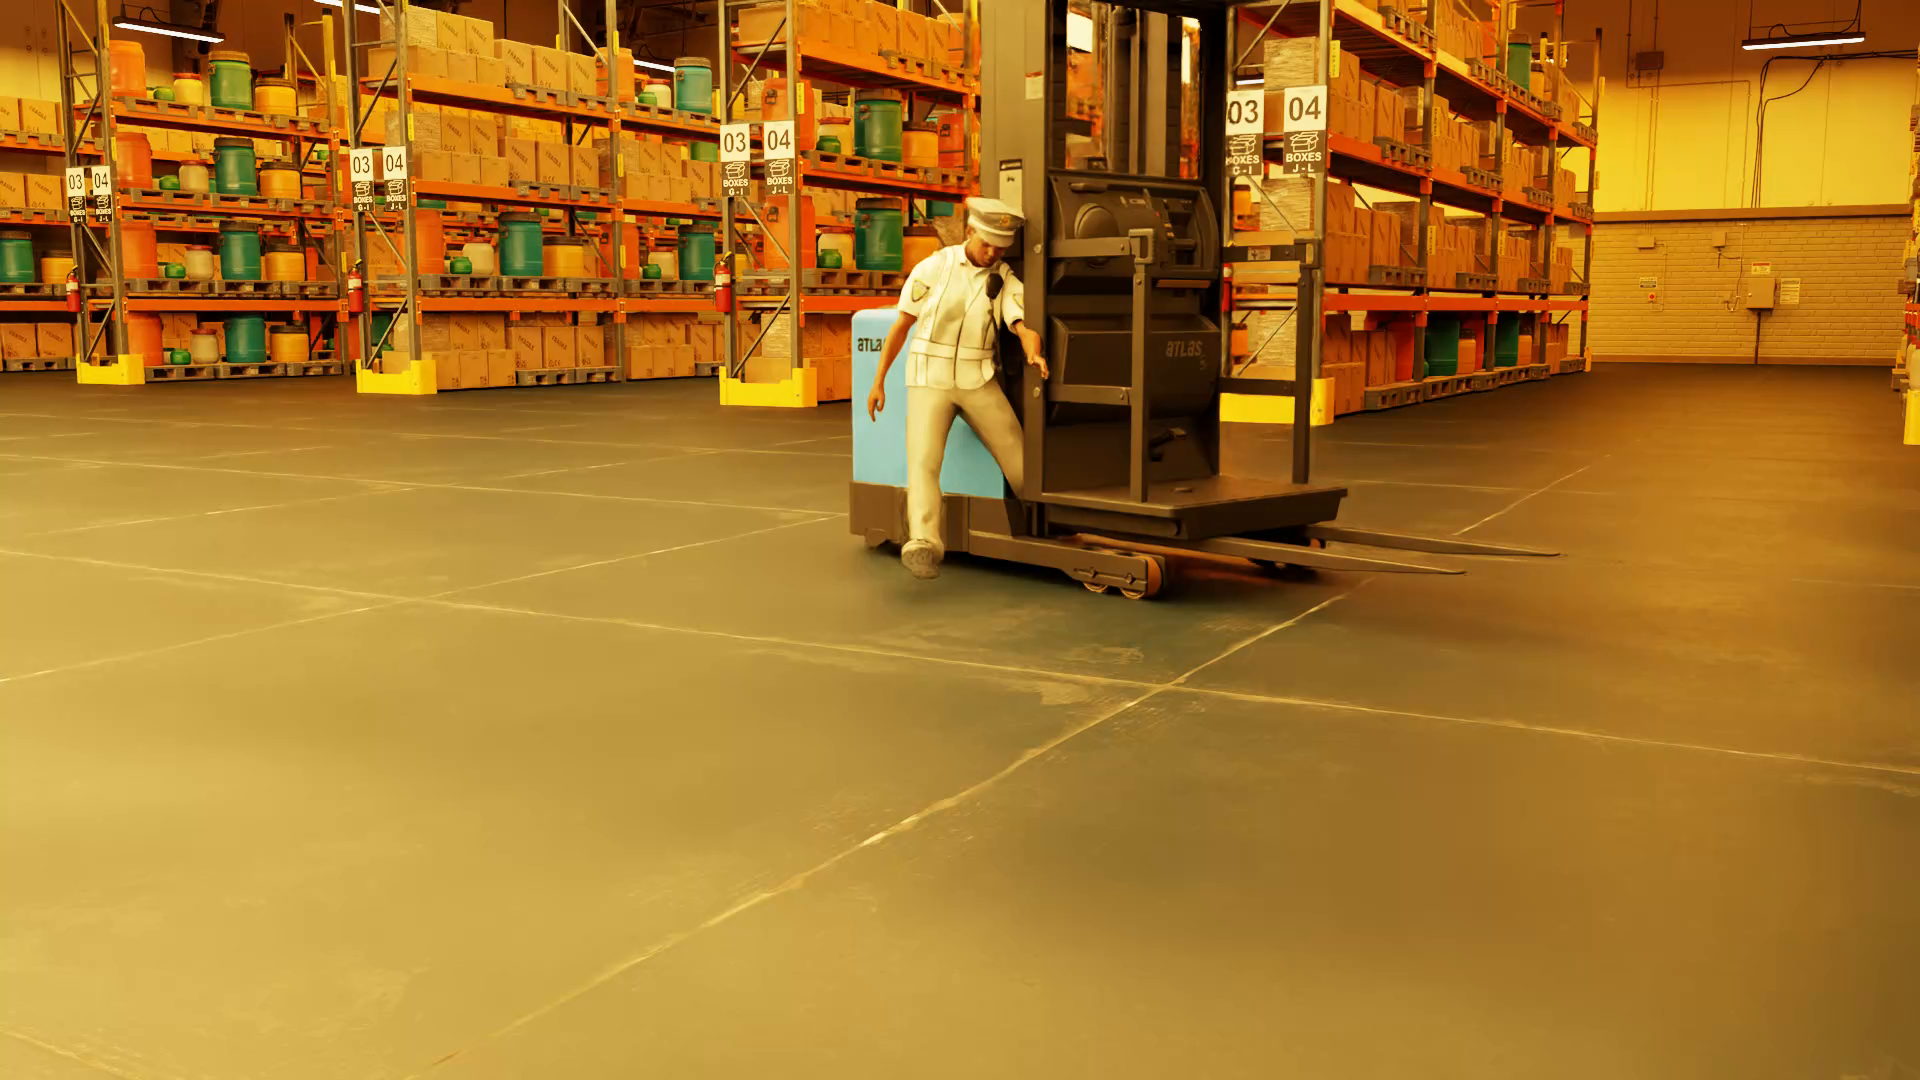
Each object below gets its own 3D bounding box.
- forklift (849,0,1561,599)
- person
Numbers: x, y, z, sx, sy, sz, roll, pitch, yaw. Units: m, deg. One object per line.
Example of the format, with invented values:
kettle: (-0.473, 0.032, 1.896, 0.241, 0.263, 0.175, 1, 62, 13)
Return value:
forklift: (0.858, -1.309, 6.575, 1.130, 2.935, 3.031, -7, 10, -41)
person: (0.084, -0.586, 6.487, 0.880, 1.492, 1.030, -1, 8, -5)
